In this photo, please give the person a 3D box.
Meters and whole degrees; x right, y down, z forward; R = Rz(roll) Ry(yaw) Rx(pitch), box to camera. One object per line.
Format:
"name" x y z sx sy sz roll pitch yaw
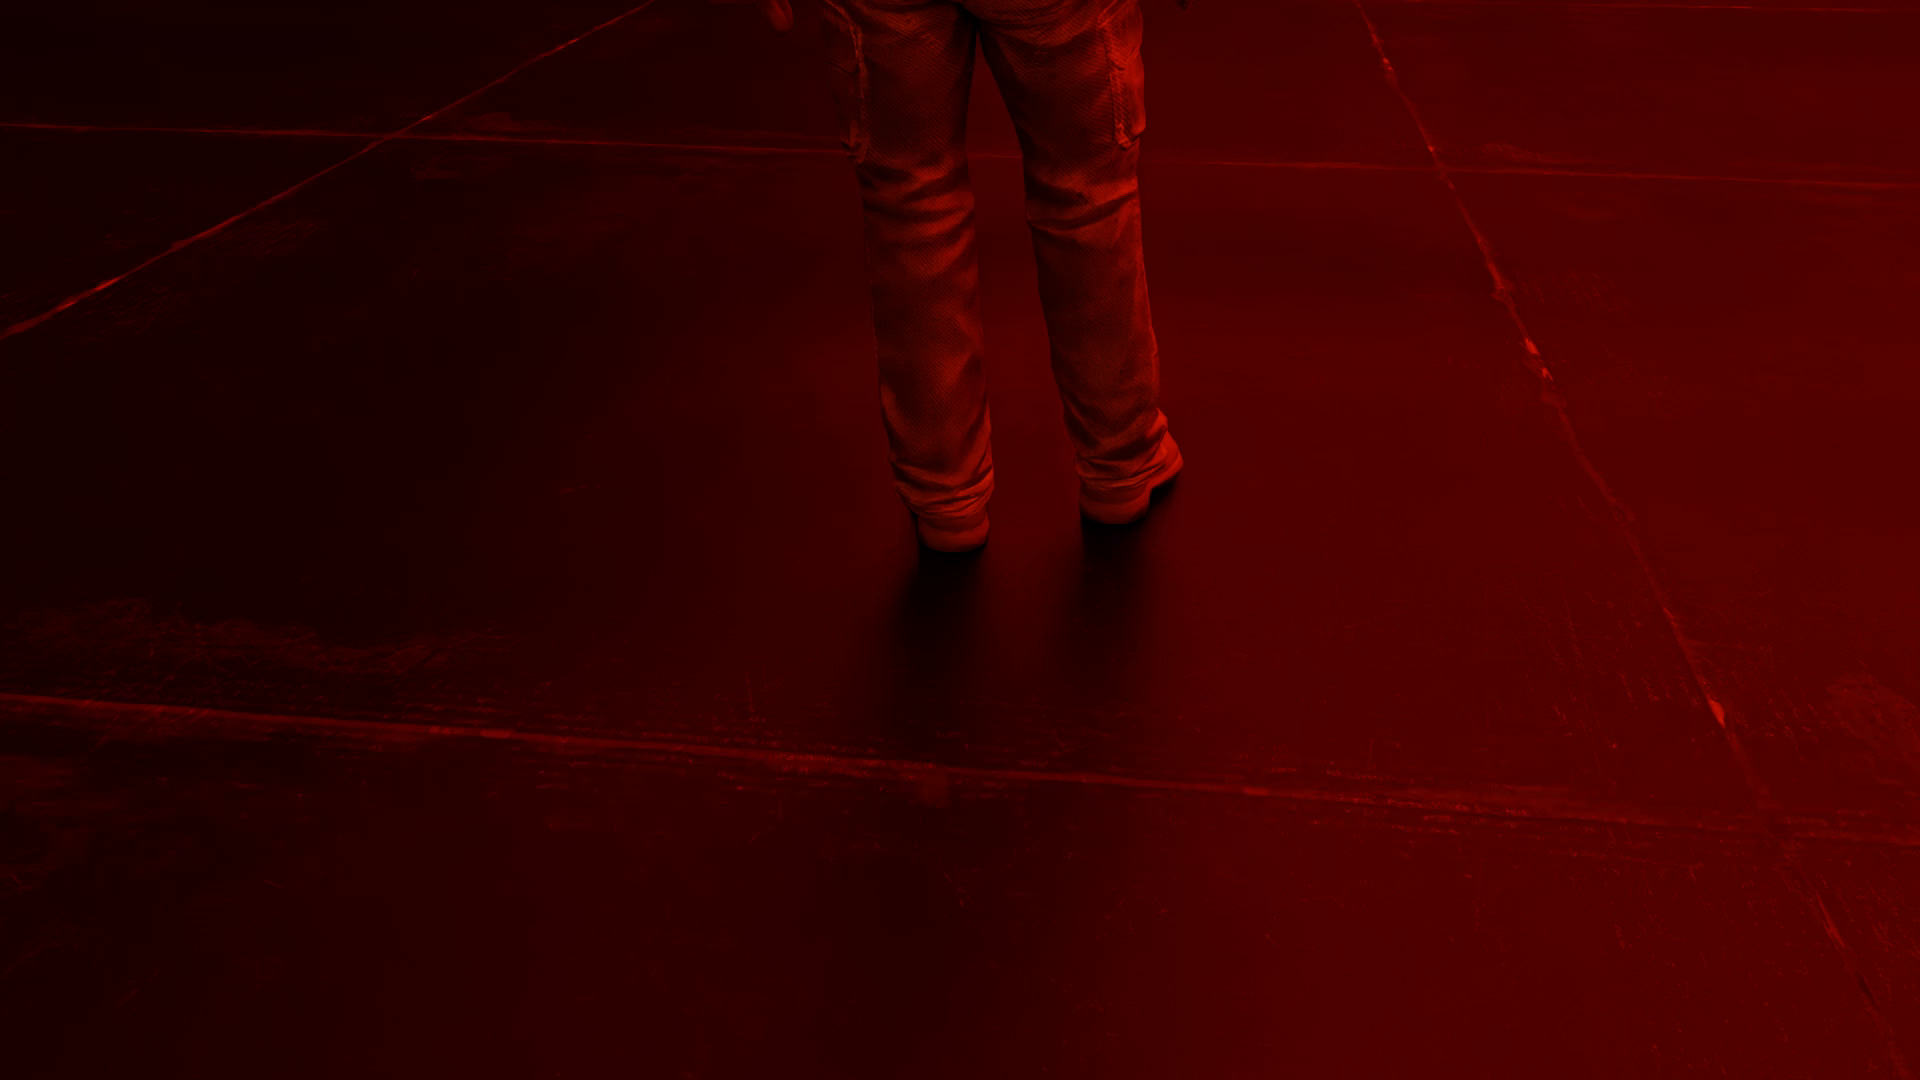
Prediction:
"person" 0.018 -0.836 2.162 0.657 1.785 0.575 3 27 7
